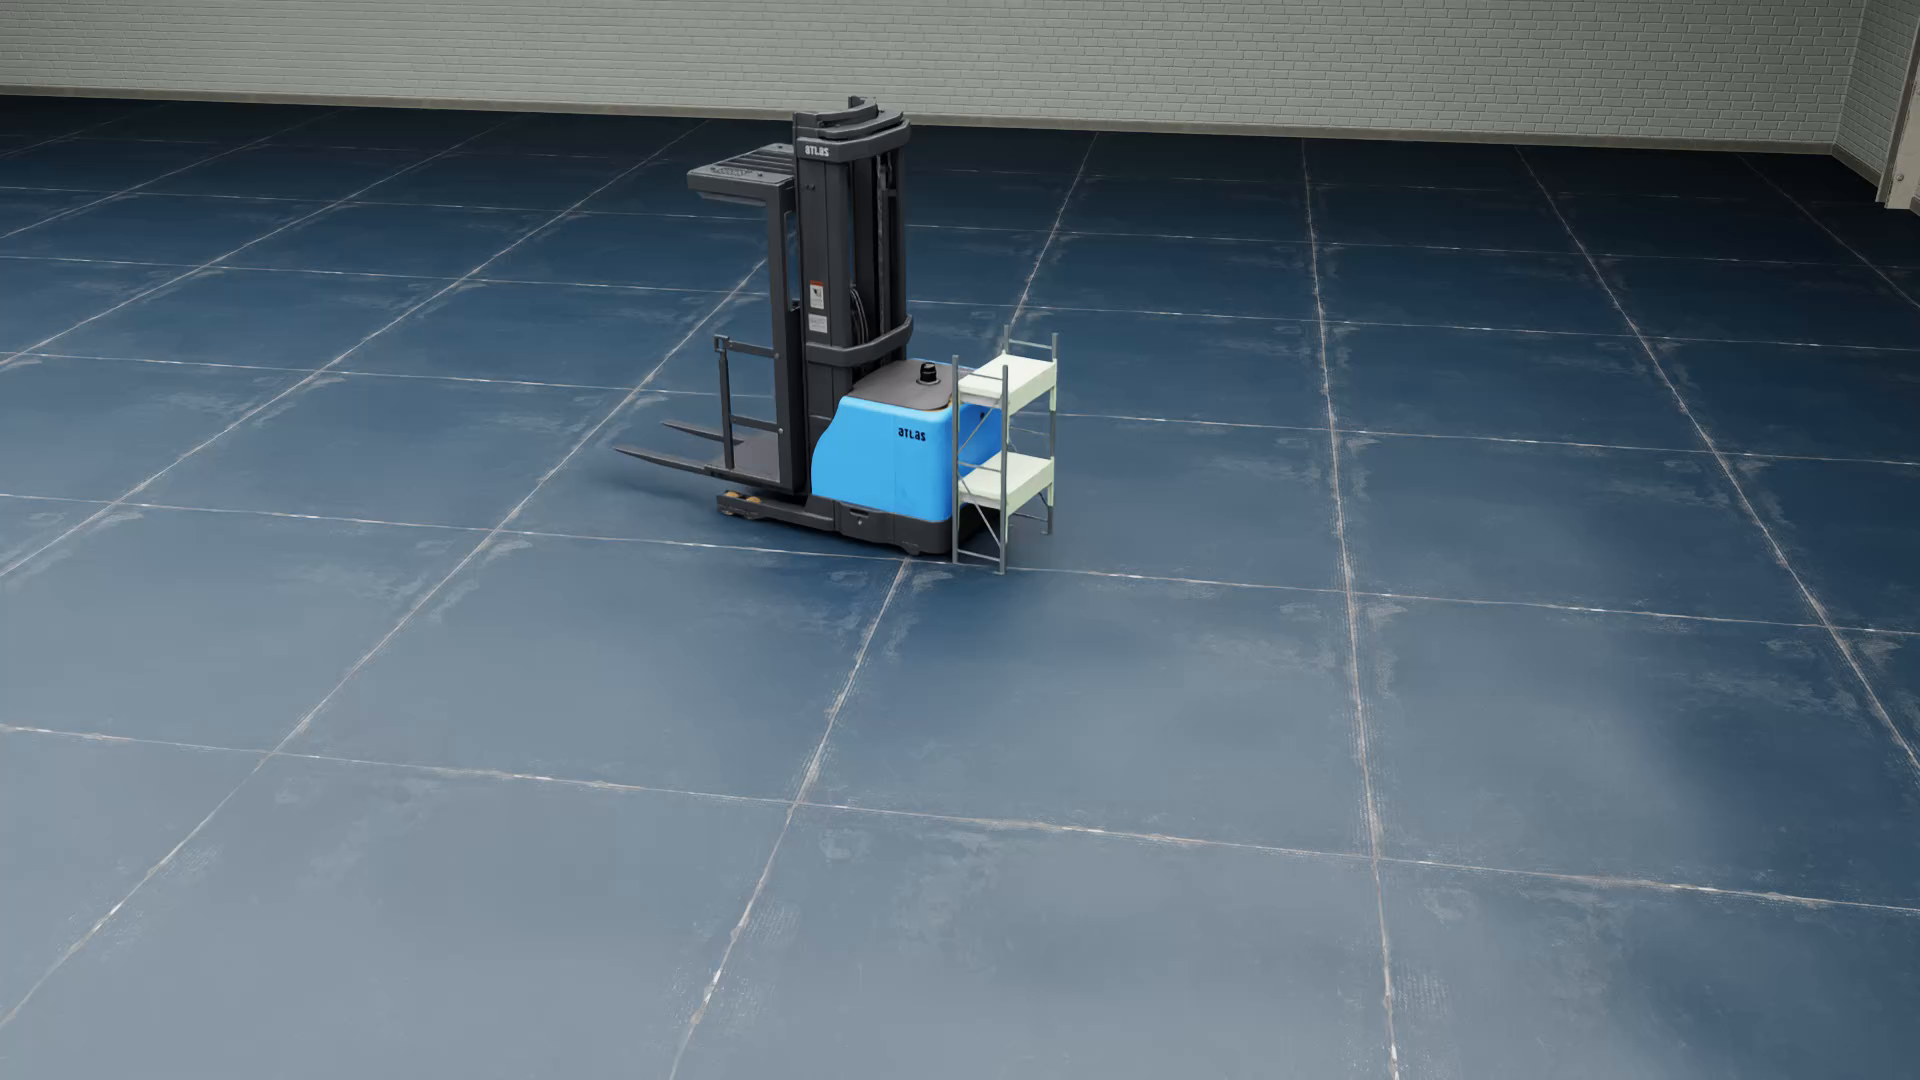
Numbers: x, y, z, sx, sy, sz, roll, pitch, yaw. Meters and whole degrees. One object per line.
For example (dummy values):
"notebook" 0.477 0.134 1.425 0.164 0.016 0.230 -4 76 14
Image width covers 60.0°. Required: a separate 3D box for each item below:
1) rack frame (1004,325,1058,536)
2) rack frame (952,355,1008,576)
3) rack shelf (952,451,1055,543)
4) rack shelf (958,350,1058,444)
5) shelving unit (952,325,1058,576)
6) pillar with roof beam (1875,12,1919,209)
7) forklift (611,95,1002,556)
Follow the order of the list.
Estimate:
"rack frame" 0.482 -0.752 11.630 0.400 1.500 0.023 13 28 26
"rack frame" 0.130 -0.479 11.049 0.400 1.500 0.023 13 28 26
"rack shelf" 0.306 -0.320 11.478 0.431 0.370 0.720 13 28 26
"rack shelf" 0.306 -0.969 11.174 0.431 0.370 0.720 13 28 26
"shelving unit" 0.306 -0.615 11.340 0.431 1.500 0.755 13 28 26
"pillar with roof beam" 7.381 -8.548 19.442 9.100 9.000 0.400 4 25 9
"forklift" -1.198 -1.654 11.870 3.031 2.935 1.130 13 28 26
